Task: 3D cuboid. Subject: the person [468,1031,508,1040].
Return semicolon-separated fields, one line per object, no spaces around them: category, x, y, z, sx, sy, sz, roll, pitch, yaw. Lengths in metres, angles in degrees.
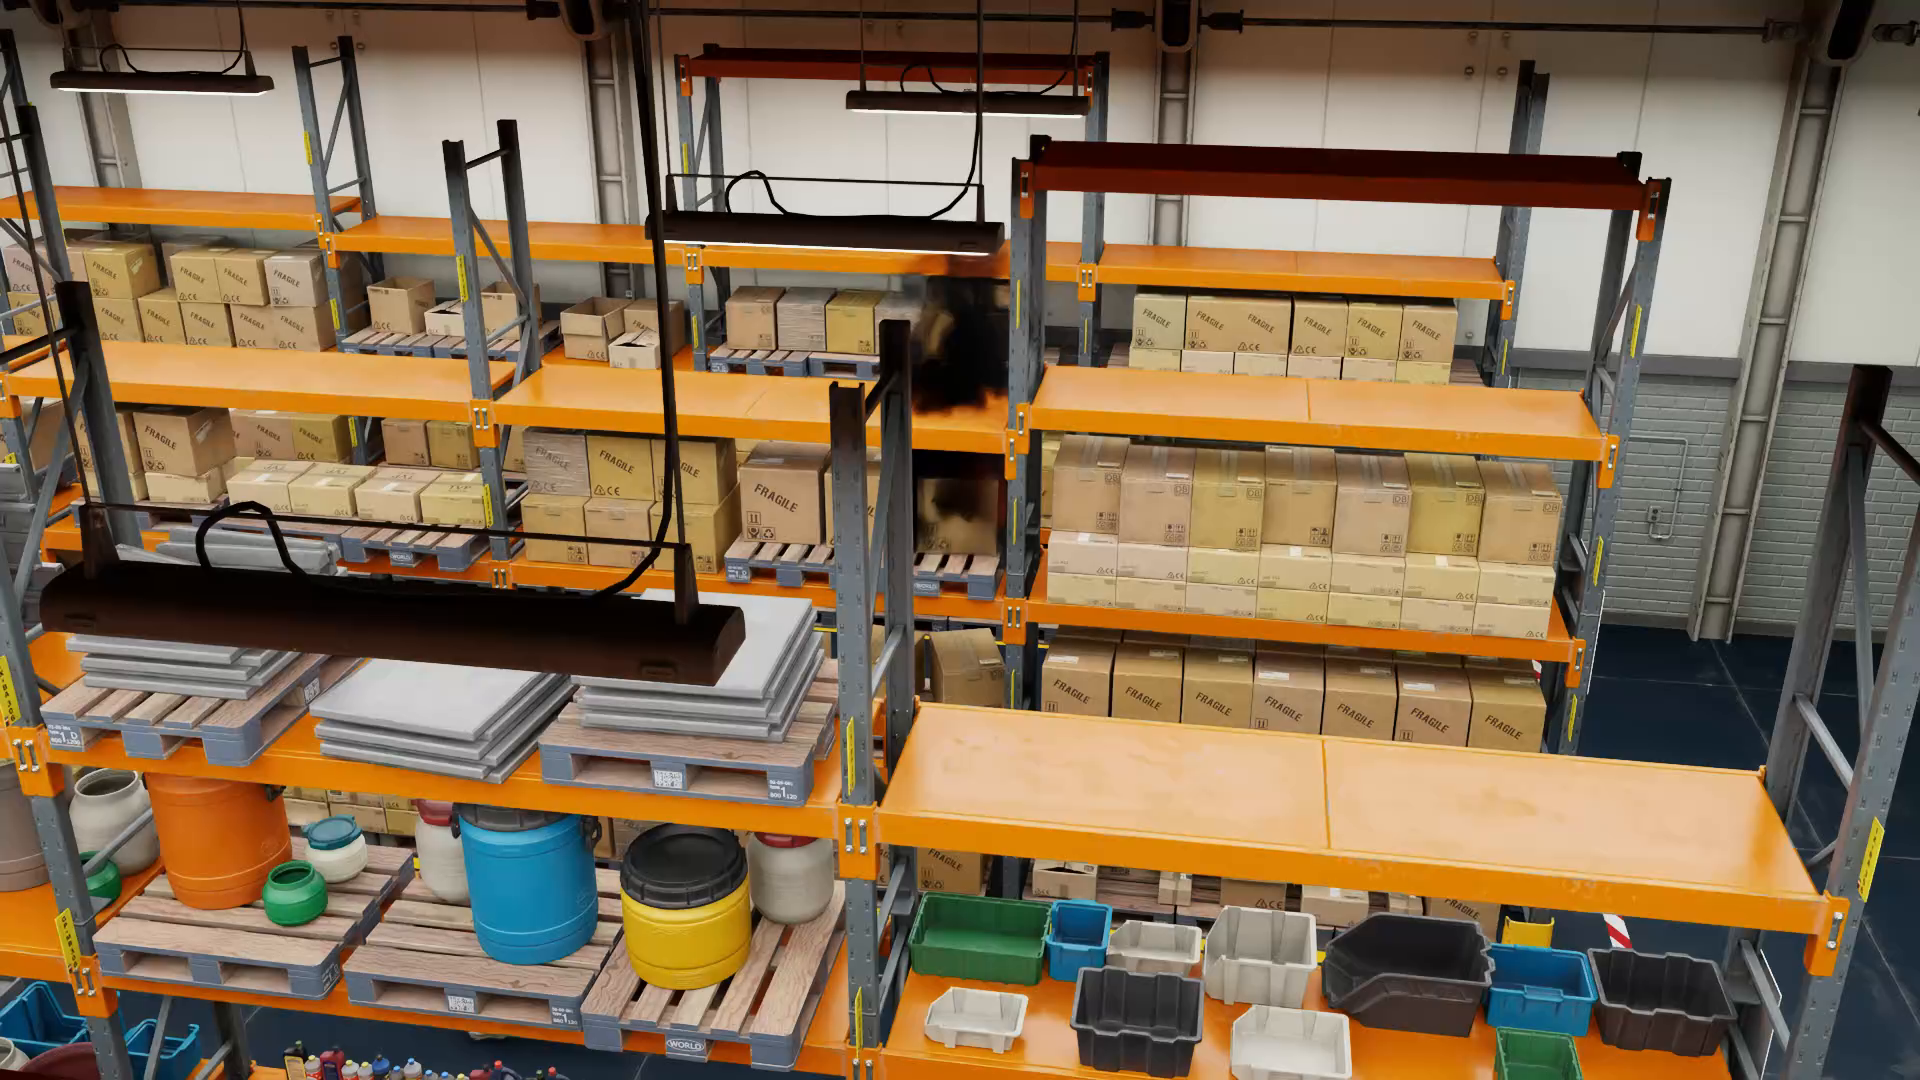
person;-3.572;2.783;11.596;0.651;1.735;0.716;4;23;10
